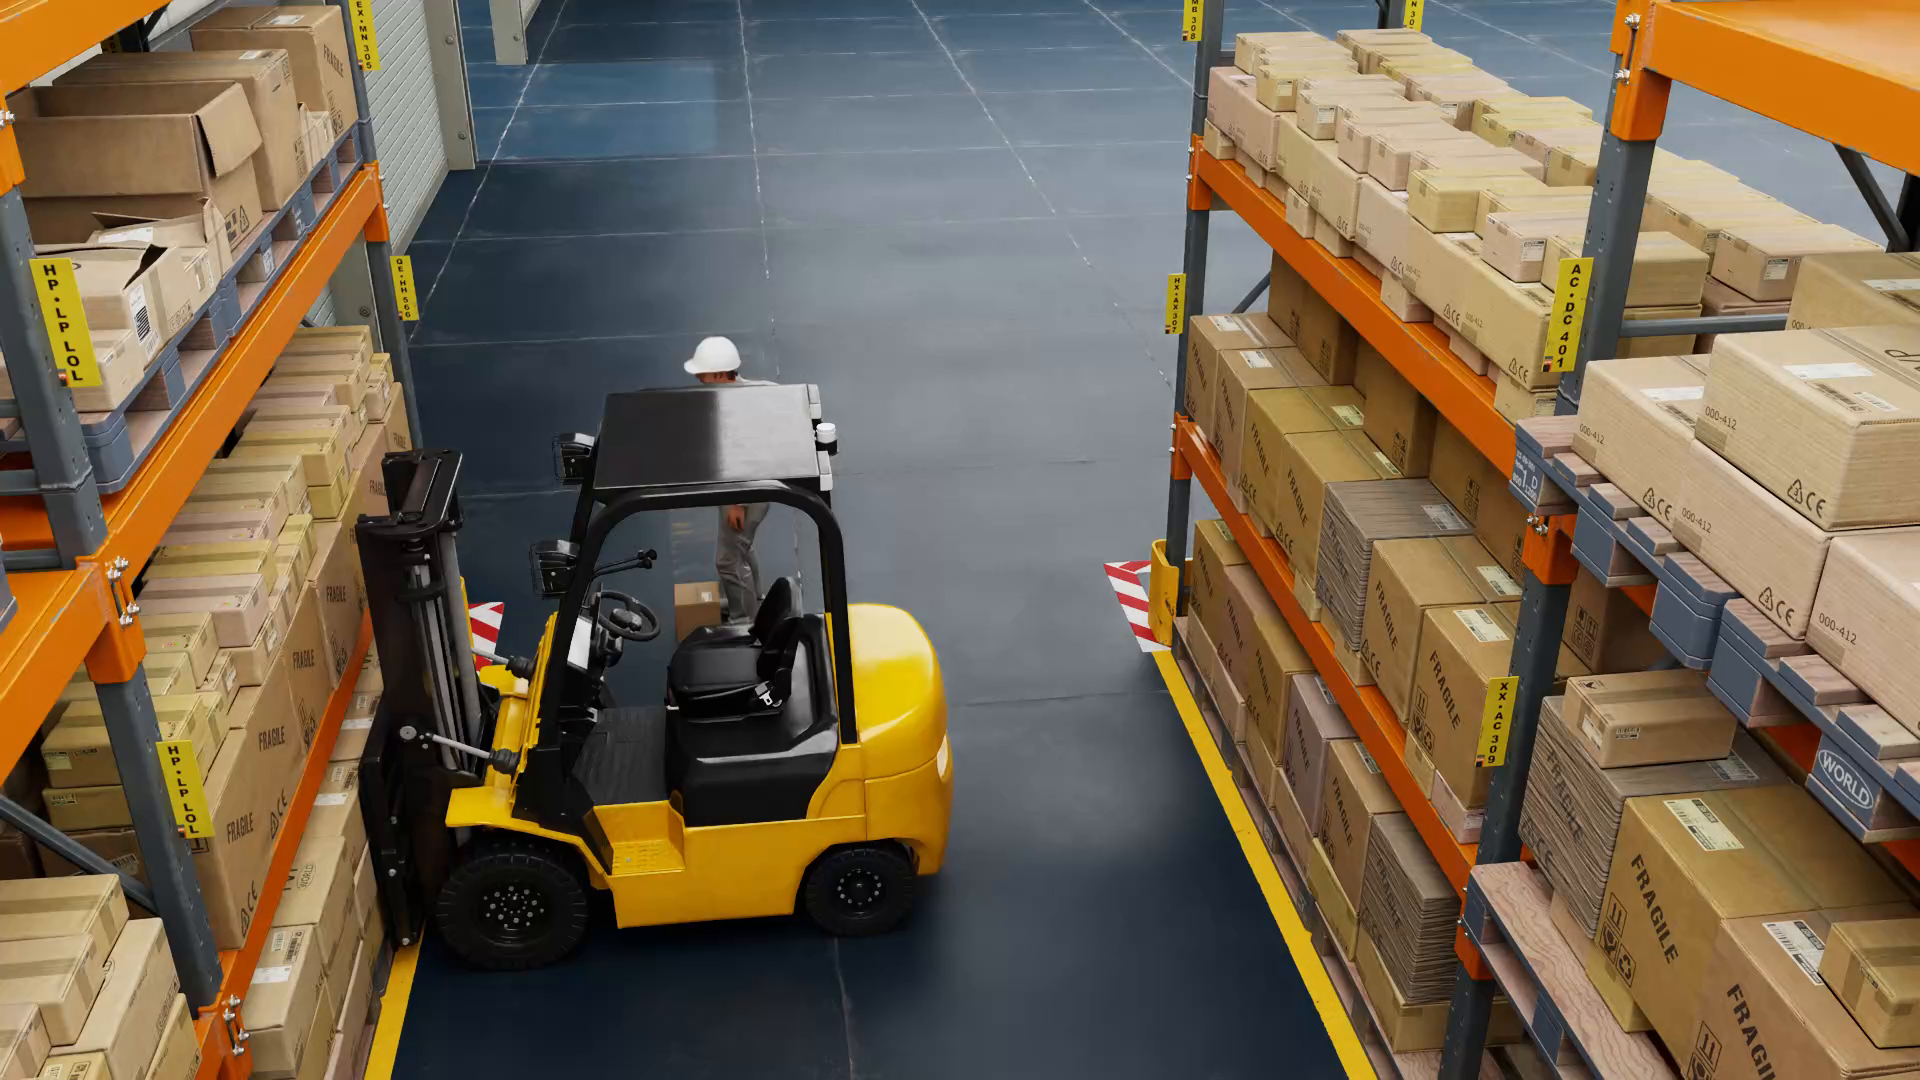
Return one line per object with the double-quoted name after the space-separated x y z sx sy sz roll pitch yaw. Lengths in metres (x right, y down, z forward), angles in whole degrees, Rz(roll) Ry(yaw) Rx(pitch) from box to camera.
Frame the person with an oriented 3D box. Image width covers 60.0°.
-1.233 -0.285 9.151 0.475 1.769 0.579 -5 27 -9 "person"
